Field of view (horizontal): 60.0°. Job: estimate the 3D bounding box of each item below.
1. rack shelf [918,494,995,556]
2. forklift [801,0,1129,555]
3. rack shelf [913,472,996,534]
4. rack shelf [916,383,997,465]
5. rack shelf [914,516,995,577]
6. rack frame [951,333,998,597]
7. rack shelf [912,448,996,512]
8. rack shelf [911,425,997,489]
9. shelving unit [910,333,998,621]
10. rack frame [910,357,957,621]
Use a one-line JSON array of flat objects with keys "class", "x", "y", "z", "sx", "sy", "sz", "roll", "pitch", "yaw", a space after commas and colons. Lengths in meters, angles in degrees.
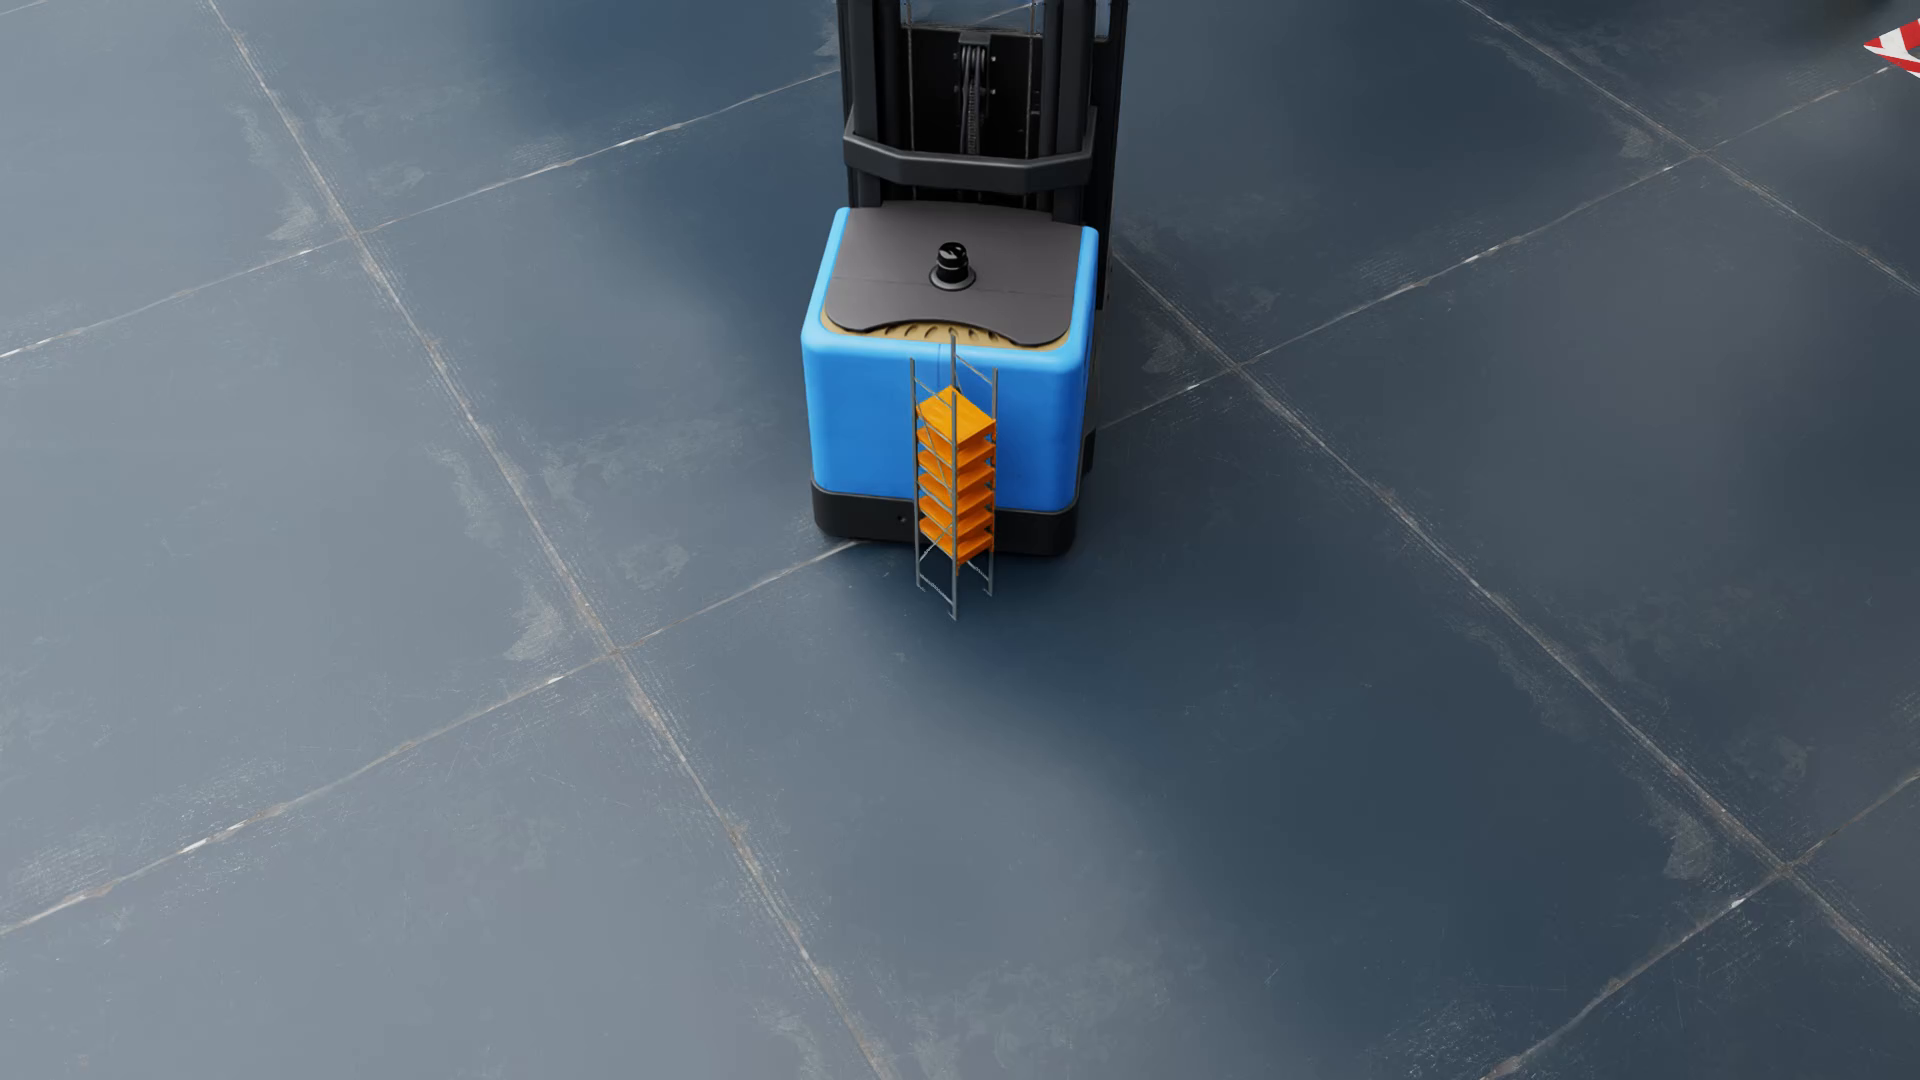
[{"class": "rack shelf", "x": -0.022, "y": -0.089, "z": 6.191, "sx": 0.180, "sy": 0.103, "sz": 0.258, "roll": -33, "pitch": 56, "yaw": -26}, {"class": "forklift", "x": 0.115, "y": -2.028, "z": 6.538, "sx": 1.130, "sy": 2.935, "sz": 3.031, "roll": 5, "pitch": 49, "yaw": 5}, {"class": "rack shelf", "x": -0.022, "y": -0.169, "z": 6.102, "sx": 0.180, "sy": 0.103, "sz": 0.258, "roll": -33, "pitch": 56, "yaw": -26}, {"class": "rack shelf", "x": -0.022, "y": -0.408, "z": 5.833, "sx": 0.180, "sy": 0.103, "sz": 0.258, "roll": -33, "pitch": 56, "yaw": -26}, {"class": "rack shelf", "x": -0.022, "y": -0.009, "z": 6.281, "sx": 0.180, "sy": 0.103, "sz": 0.258, "roll": -33, "pitch": 56, "yaw": -26}, {"class": "rack frame", "x": 0.048, "y": -0.243, "z": 6.108, "sx": 0.006, "sy": 1.200, "sz": 0.240, "roll": -33, "pitch": 56, "yaw": -26}, {"class": "rack shelf", "x": -0.022, "y": -0.249, "z": 6.012, "sx": 0.180, "sy": 0.103, "sz": 0.258, "roll": -33, "pitch": 56, "yaw": -26}, {"class": "rack shelf", "x": -0.022, "y": -0.328, "z": 5.923, "sx": 0.180, "sy": 0.103, "sz": 0.258, "roll": -33, "pitch": 56, "yaw": -26}, {"class": "shelving unit", "x": -0.022, "y": -0.198, "z": 6.069, "sx": 0.189, "sy": 1.200, "sz": 0.258, "roll": -33, "pitch": 56, "yaw": -26}, {"class": "rack frame", "x": -0.091, "y": -0.154, "z": 6.029, "sx": 0.006, "sy": 1.200, "sz": 0.240, "roll": -33, "pitch": 56, "yaw": -26}]
